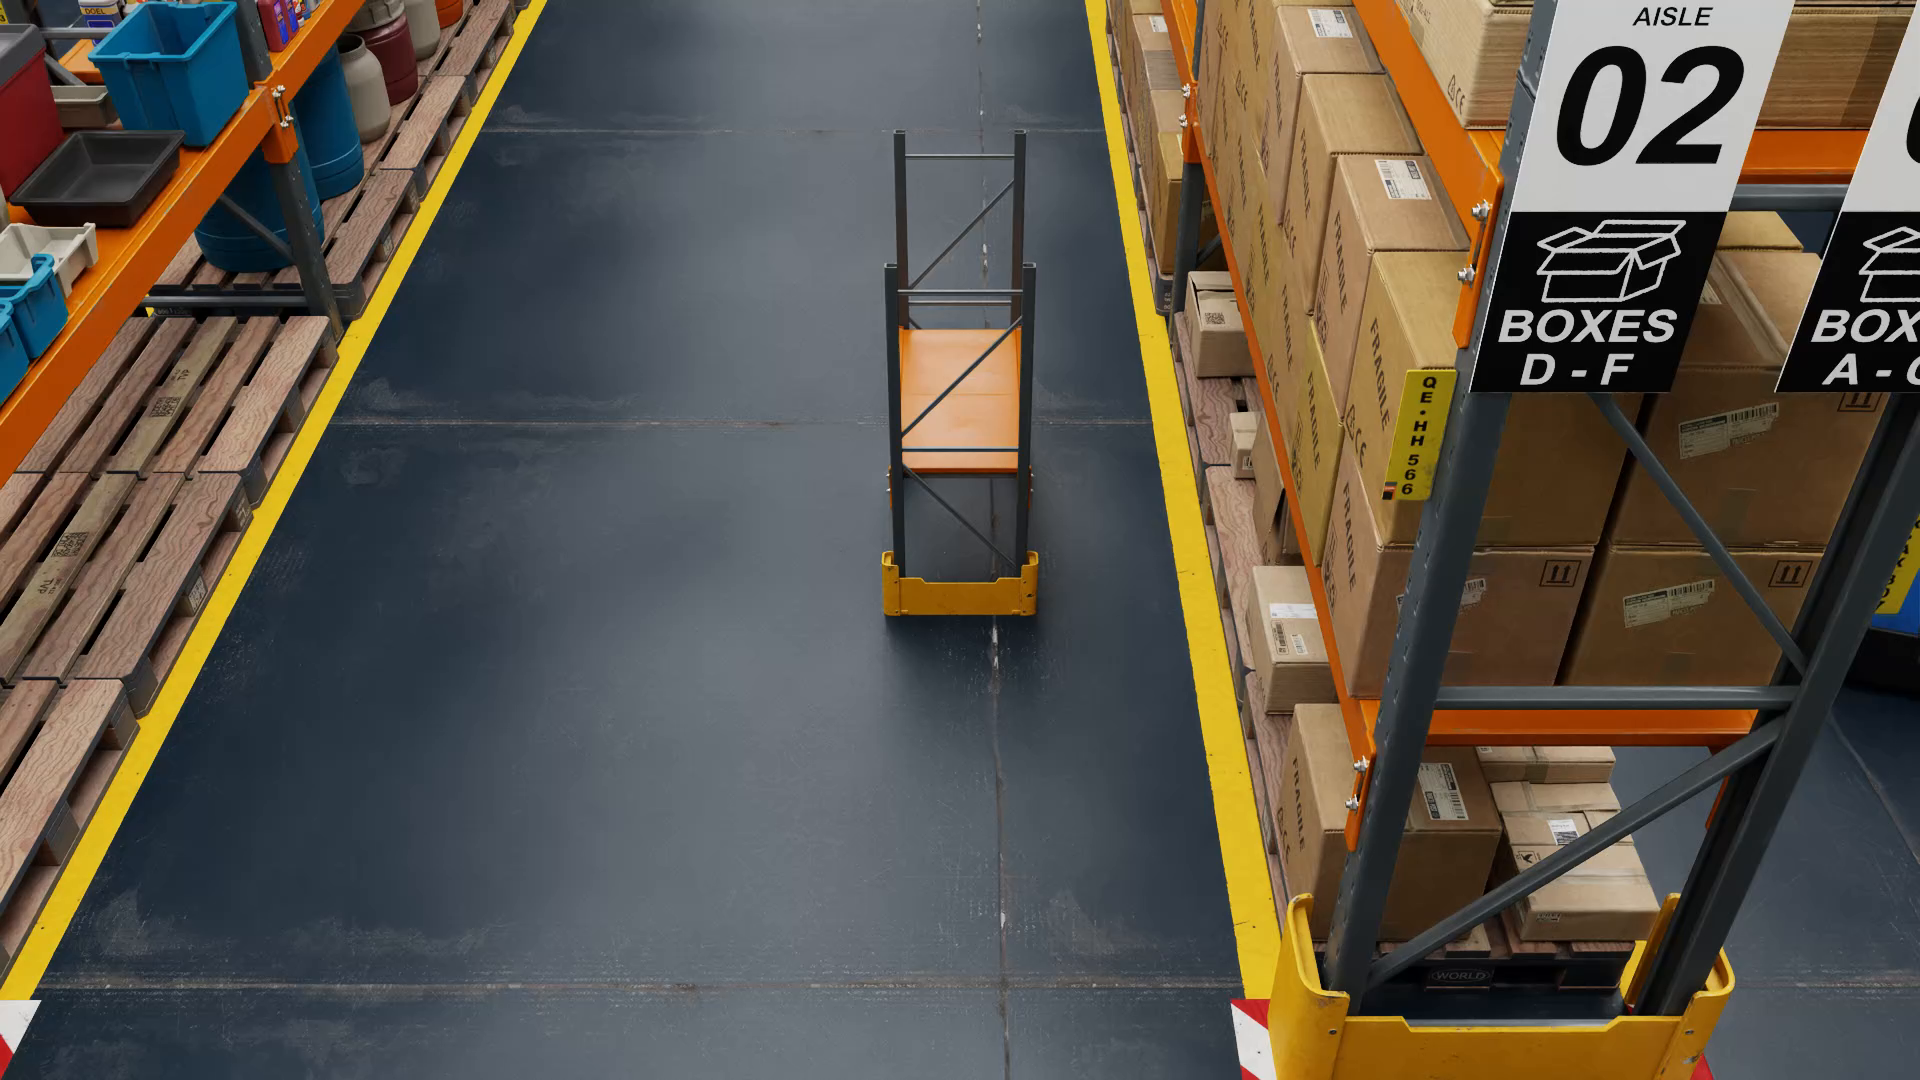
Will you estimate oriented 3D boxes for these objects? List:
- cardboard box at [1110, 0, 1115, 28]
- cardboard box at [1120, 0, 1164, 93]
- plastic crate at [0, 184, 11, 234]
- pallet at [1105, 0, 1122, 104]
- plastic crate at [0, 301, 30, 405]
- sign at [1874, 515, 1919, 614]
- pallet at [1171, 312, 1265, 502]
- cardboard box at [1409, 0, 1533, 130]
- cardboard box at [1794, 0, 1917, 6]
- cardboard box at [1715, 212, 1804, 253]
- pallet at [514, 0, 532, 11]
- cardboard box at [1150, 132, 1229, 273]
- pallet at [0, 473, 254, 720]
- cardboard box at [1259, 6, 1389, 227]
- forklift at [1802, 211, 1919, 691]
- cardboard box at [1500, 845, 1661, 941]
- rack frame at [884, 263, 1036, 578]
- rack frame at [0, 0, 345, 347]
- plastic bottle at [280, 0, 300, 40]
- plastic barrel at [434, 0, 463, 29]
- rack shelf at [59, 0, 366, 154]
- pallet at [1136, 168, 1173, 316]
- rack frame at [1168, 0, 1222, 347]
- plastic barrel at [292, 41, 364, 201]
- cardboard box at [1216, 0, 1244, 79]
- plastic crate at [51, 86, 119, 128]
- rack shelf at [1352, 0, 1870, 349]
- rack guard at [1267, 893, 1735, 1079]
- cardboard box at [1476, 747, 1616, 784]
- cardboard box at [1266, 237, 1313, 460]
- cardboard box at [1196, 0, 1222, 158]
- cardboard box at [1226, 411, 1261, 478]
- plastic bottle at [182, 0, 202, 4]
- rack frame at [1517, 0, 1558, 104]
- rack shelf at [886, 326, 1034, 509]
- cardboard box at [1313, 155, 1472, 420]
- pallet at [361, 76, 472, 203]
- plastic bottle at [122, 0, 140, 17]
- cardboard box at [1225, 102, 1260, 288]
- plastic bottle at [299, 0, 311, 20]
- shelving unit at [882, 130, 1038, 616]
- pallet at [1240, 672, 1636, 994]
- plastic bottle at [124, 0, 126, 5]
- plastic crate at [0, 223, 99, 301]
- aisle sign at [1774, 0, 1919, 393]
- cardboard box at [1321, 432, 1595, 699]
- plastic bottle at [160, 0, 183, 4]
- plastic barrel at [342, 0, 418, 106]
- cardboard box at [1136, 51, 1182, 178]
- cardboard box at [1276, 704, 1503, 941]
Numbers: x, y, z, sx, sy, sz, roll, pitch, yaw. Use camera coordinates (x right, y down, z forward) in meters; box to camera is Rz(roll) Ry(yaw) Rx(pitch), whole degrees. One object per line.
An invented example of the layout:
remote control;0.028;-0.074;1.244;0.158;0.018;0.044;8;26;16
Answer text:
cardboard box;1.208;-3.540;10.416;0.500;0.500;0.500;2;39;2
cardboard box;1.210;-2.899;9.616;0.500;0.500;0.500;-1;39;-1
plastic crate;-3.638;-1.148;5.831;0.437;0.282;0.530;0;39;0
pallet;1.456;-3.073;10.417;1.003;0.211;1.213;0;39;0
plastic crate;-3.124;-0.561;5.137;0.416;0.233;0.300;0;39;0
sign;2.045;0.036;3.614;0.100;0.325;0.005;0;39;0
pallet;1.498;-0.609;7.342;1.003;0.211;1.213;0;39;0
cardboard box;1.238;-1.059;3.394;0.500;0.250;0.500;0;39;0
cardboard box;1.762;-1.254;3.238;0.500;0.250;0.500;0;39;0
cardboard box;1.757;-0.660;4.295;0.500;0.500;0.500;0;39;0
pallet;-3.422;-4.024;11.602;1.003;0.211;1.213;0;39;0
cardboard box;1.211;-1.632;8.035;0.500;0.500;0.500;0;39;0
pallet;-3.412;0.187;6.348;1.003;0.211;1.213;0;39;0
cardboard box;1.220;-1.294;5.087;0.500;0.500;0.500;1;39;1
forklift;3.991;-1.430;6.190;1.130;2.935;3.031;11;40;13
cardboard box;1.846;1.053;4.965;0.380;0.149;0.250;0;39;0
rack frame;0.000;-0.321;5.951;0.500;1.500;0.032;0;39;0
rack frame;-3.456;-2.126;7.004;1.000;3.000;0.127;0;39;0
plastic bottle;-3.030;-2.393;7.431;0.061;0.283;0.133;0;39;0
plastic barrel;-3.443;-3.638;10.291;0.600;0.830;0.708;0;39;0
rack shelf;-3.458;-3.096;8.790;1.077;0.370;4.000;0;39;0
pallet;1.459;-1.548;8.512;1.003;0.211;1.213;0;39;0
rack frame;1.498;-2.127;7.006;1.000;3.000;0.127;0;39;0
plastic barrel;-3.440;-2.254;8.506;0.600;0.901;0.708;0;39;0
cardboard box;1.218;-1.939;5.891;0.500;0.500;0.500;-1;39;-1
plastic crate;-3.598;-1.755;6.705;0.396;0.136;0.243;0;39;0
rack shelf;1.500;-1.766;4.732;1.077;0.370;4.000;0;39;0
rack guard;1.502;1.302;4.725;1.175;0.500;0.348;0;39;0
cardboard box;1.785;0.623;5.421;0.500;0.250;0.500;0;39;0
cardboard box;1.230;-0.581;4.997;0.500;0.500;0.500;0;39;0
cardboard box;1.226;-1.847;6.576;0.500;0.500;0.500;1;39;1
cardboard box;1.293;-0.390;6.751;0.380;0.166;0.250;0;39;0
plastic bottle;-3.640;-2.681;7.737;0.144;0.351;0.185;0;39;0
rack frame;1.502;-1.967;2.008;1.000;3.000;0.127;0;39;0
rack shelf;0.000;-0.498;6.460;0.538;0.185;1.000;0;39;0
cardboard box;1.225;-0.649;4.282;0.500;0.500;0.500;1;39;1
pallet;-3.419;-2.285;9.433;1.003;0.211;1.213;0;39;0
plastic bottle;-3.655;-2.306;7.388;0.097;0.201;0.097;0;39;0
cardboard box;1.228;-1.214;5.787;0.500;0.500;0.500;0;39;0
plastic bottle;-3.048;-2.522;7.601;0.097;0.271;0.097;0;39;0
shelving unit;0.000;-0.633;6.340;0.587;1.500;1.083;0;39;0
pallet;1.500;0.916;5.438;1.003;0.211;1.213;0;39;0
plastic bottle;-3.825;-2.471;7.528;0.061;0.283;0.133;0;39;0
plastic crate;-3.153;-0.958;5.709;0.293;0.136;0.466;0;39;0
aisle sign;1.796;-0.598;3.018;0.394;0.787;0.004;0;39;0
cardboard box;1.230;0.055;4.202;0.500;0.500;0.500;1;39;1
plastic bottle;-3.655;-2.535;7.673;0.097;0.201;0.097;0;39;0
plastic barrel;-3.441;-2.838;9.485;0.600;0.588;0.708;0;39;0
cardboard box;1.218;-2.255;8.812;0.500;0.500;0.500;0;39;1
cardboard box;1.255;0.838;4.953;0.500;0.500;0.500;0;39;0
